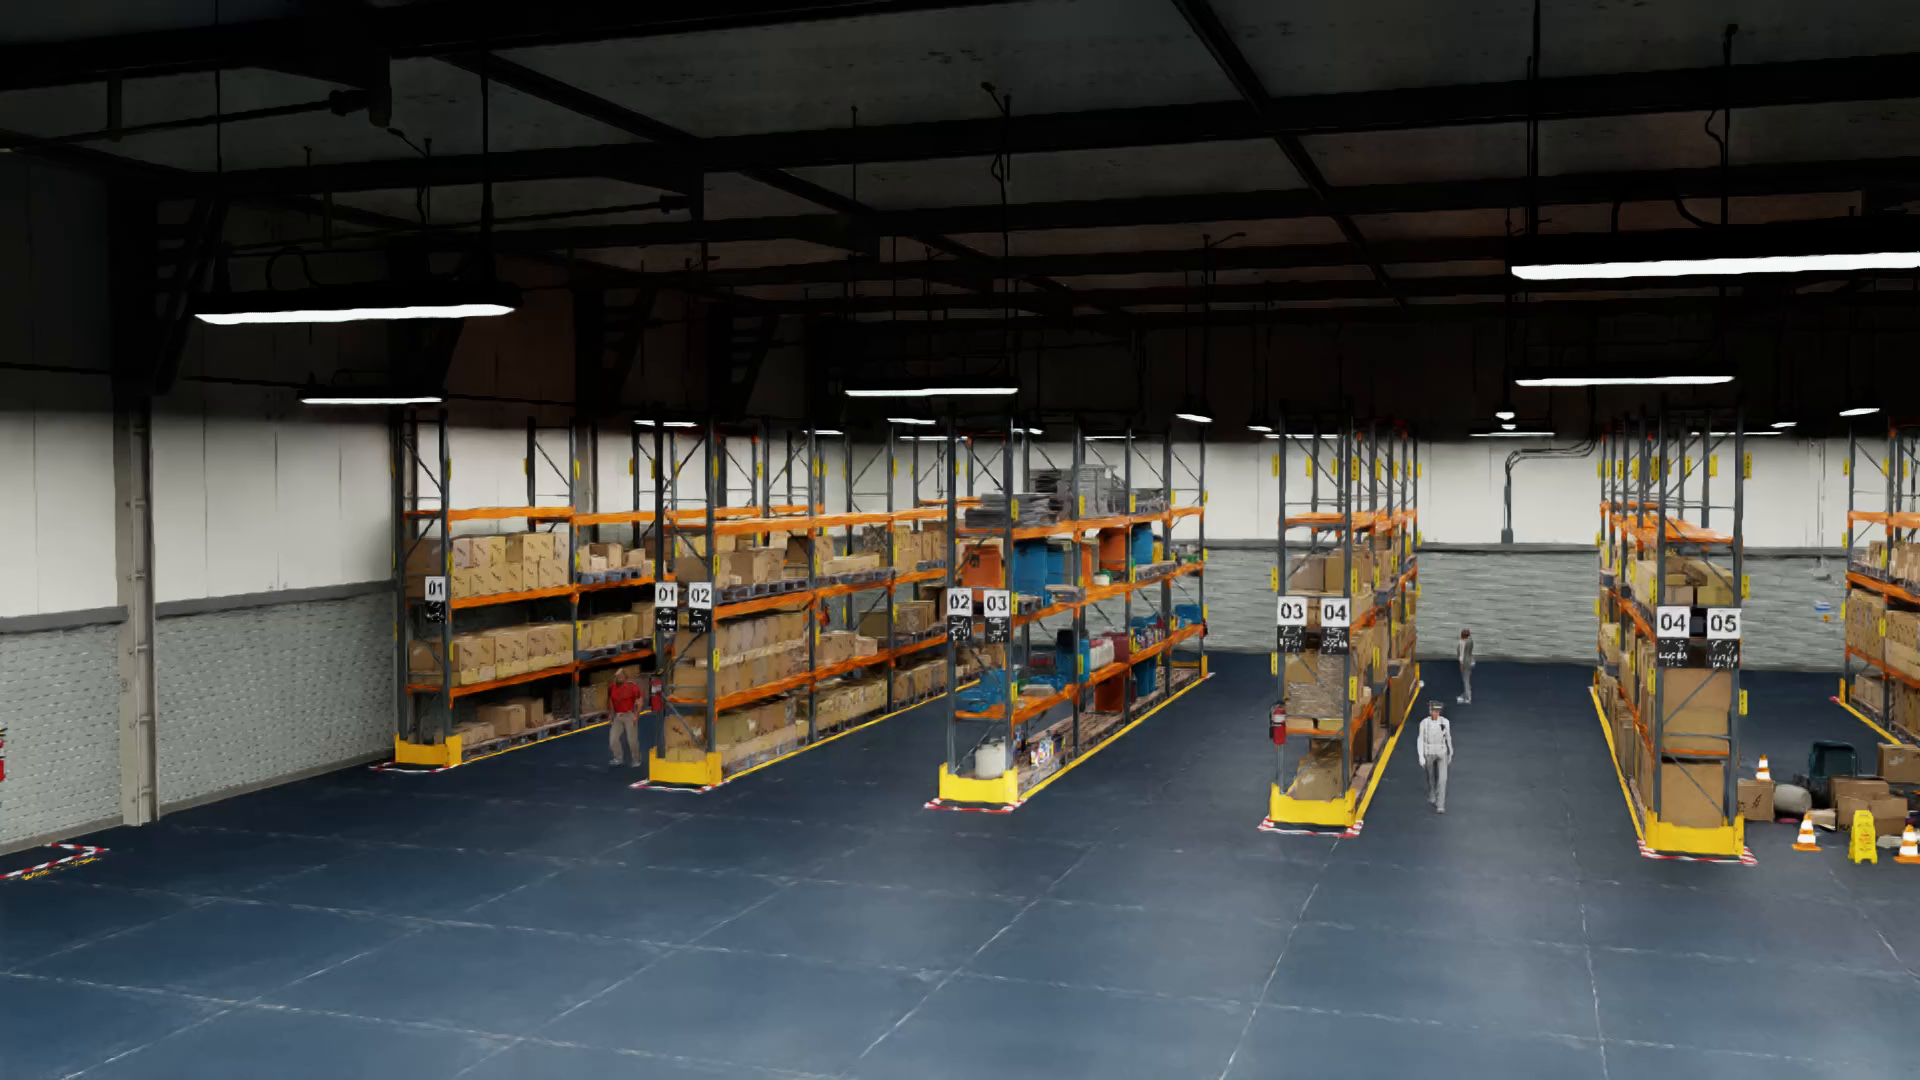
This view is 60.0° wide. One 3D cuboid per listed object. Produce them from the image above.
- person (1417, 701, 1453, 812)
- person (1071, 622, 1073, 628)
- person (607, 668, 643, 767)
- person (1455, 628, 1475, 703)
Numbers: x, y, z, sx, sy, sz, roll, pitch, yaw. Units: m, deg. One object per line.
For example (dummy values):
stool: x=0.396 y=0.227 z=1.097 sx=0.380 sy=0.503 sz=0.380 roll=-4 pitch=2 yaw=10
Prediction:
person: x=6.975 y=3.138 z=24.444 sx=0.495 sy=1.589 sz=1.086 roll=1 pitch=3 yaw=21
person: x=2.600 y=2.619 z=37.384 sx=0.624 sy=1.569 sz=0.828 roll=1 pitch=3 yaw=24
person: x=-5.623 y=2.972 z=27.910 sx=0.682 sy=1.676 sz=0.535 roll=1 pitch=3 yaw=17
person: x=10.774 y=2.670 z=35.515 sx=0.467 sy=1.599 sz=0.450 roll=-2 pitch=3 yaw=-41
